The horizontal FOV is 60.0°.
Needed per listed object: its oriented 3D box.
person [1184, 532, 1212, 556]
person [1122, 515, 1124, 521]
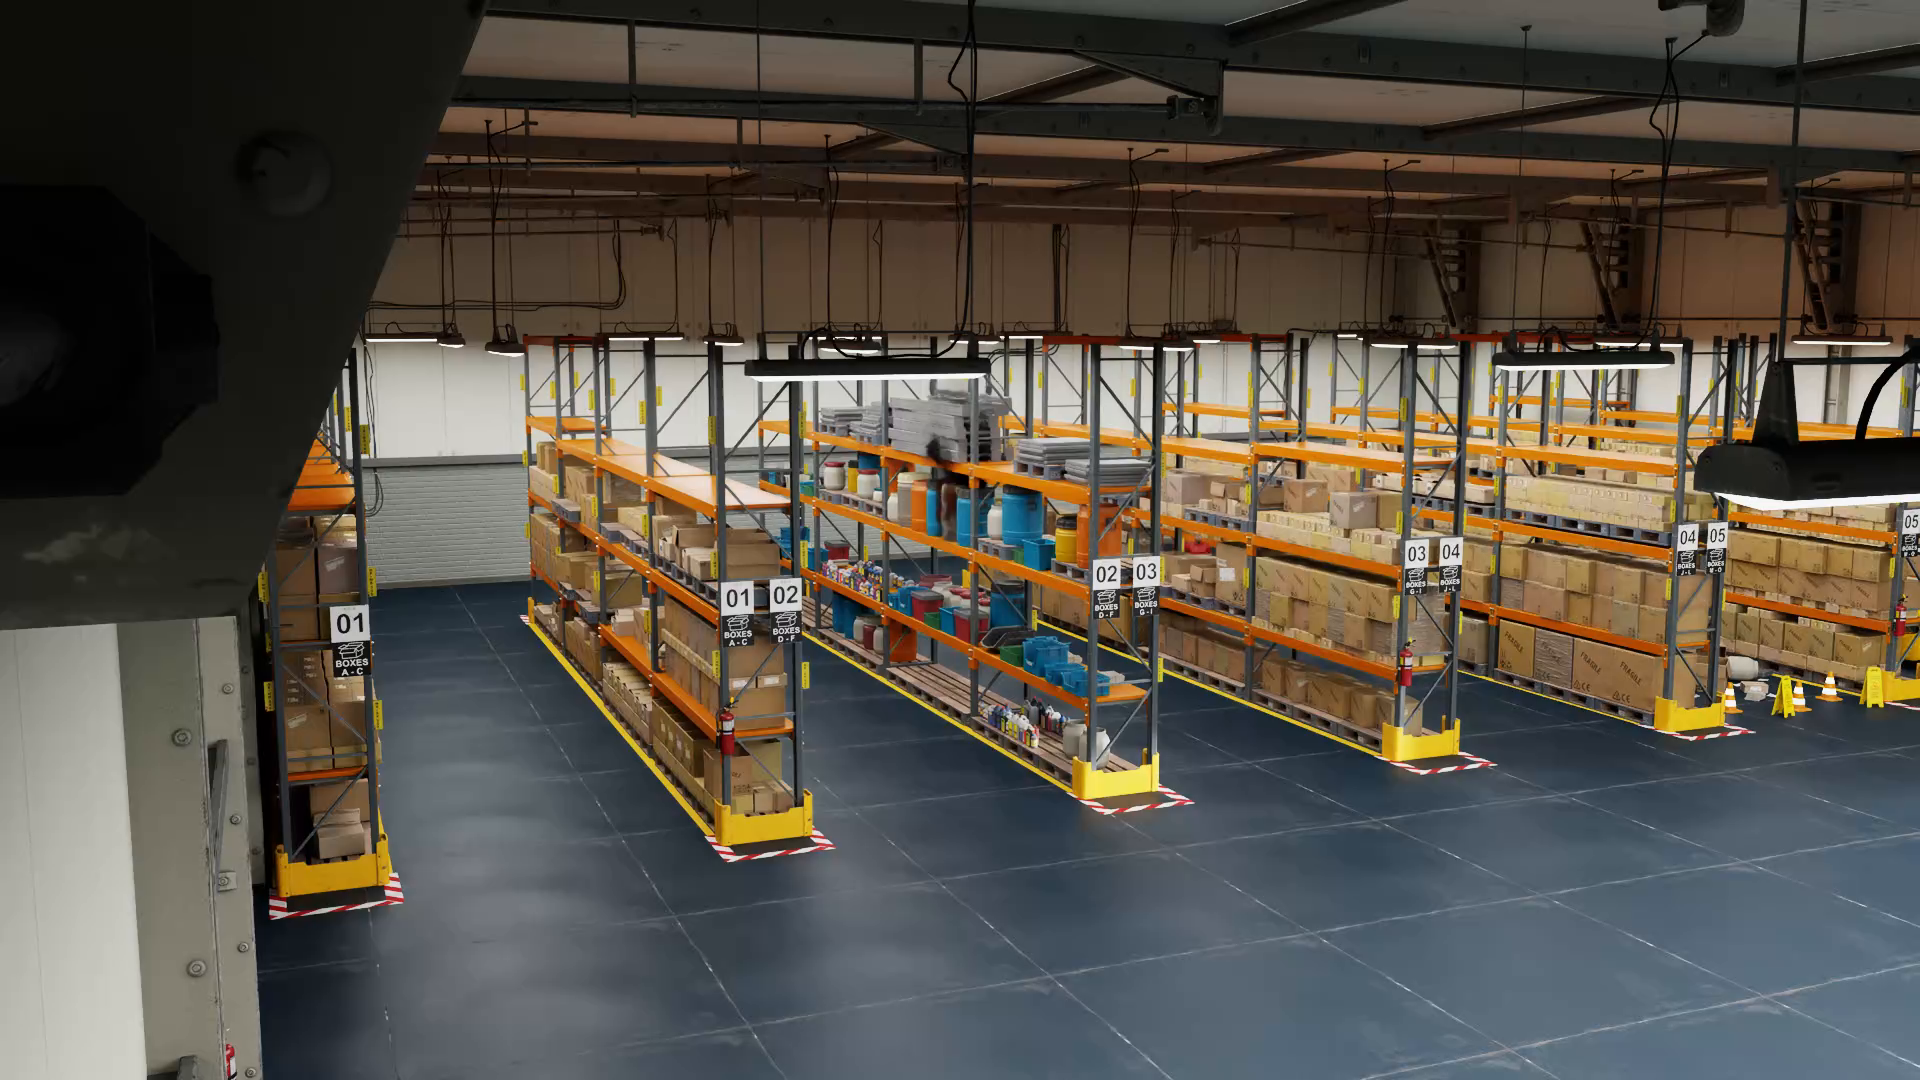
[{"bbox_3d":[5.193,0.671,36.263,0.650,1.739,0.868,-2,8,-15],"label":"person"},{"bbox_3d":[3.863,0.176,40.405,0.619,1.643,0.736,5,9,33],"label":"person"}]
